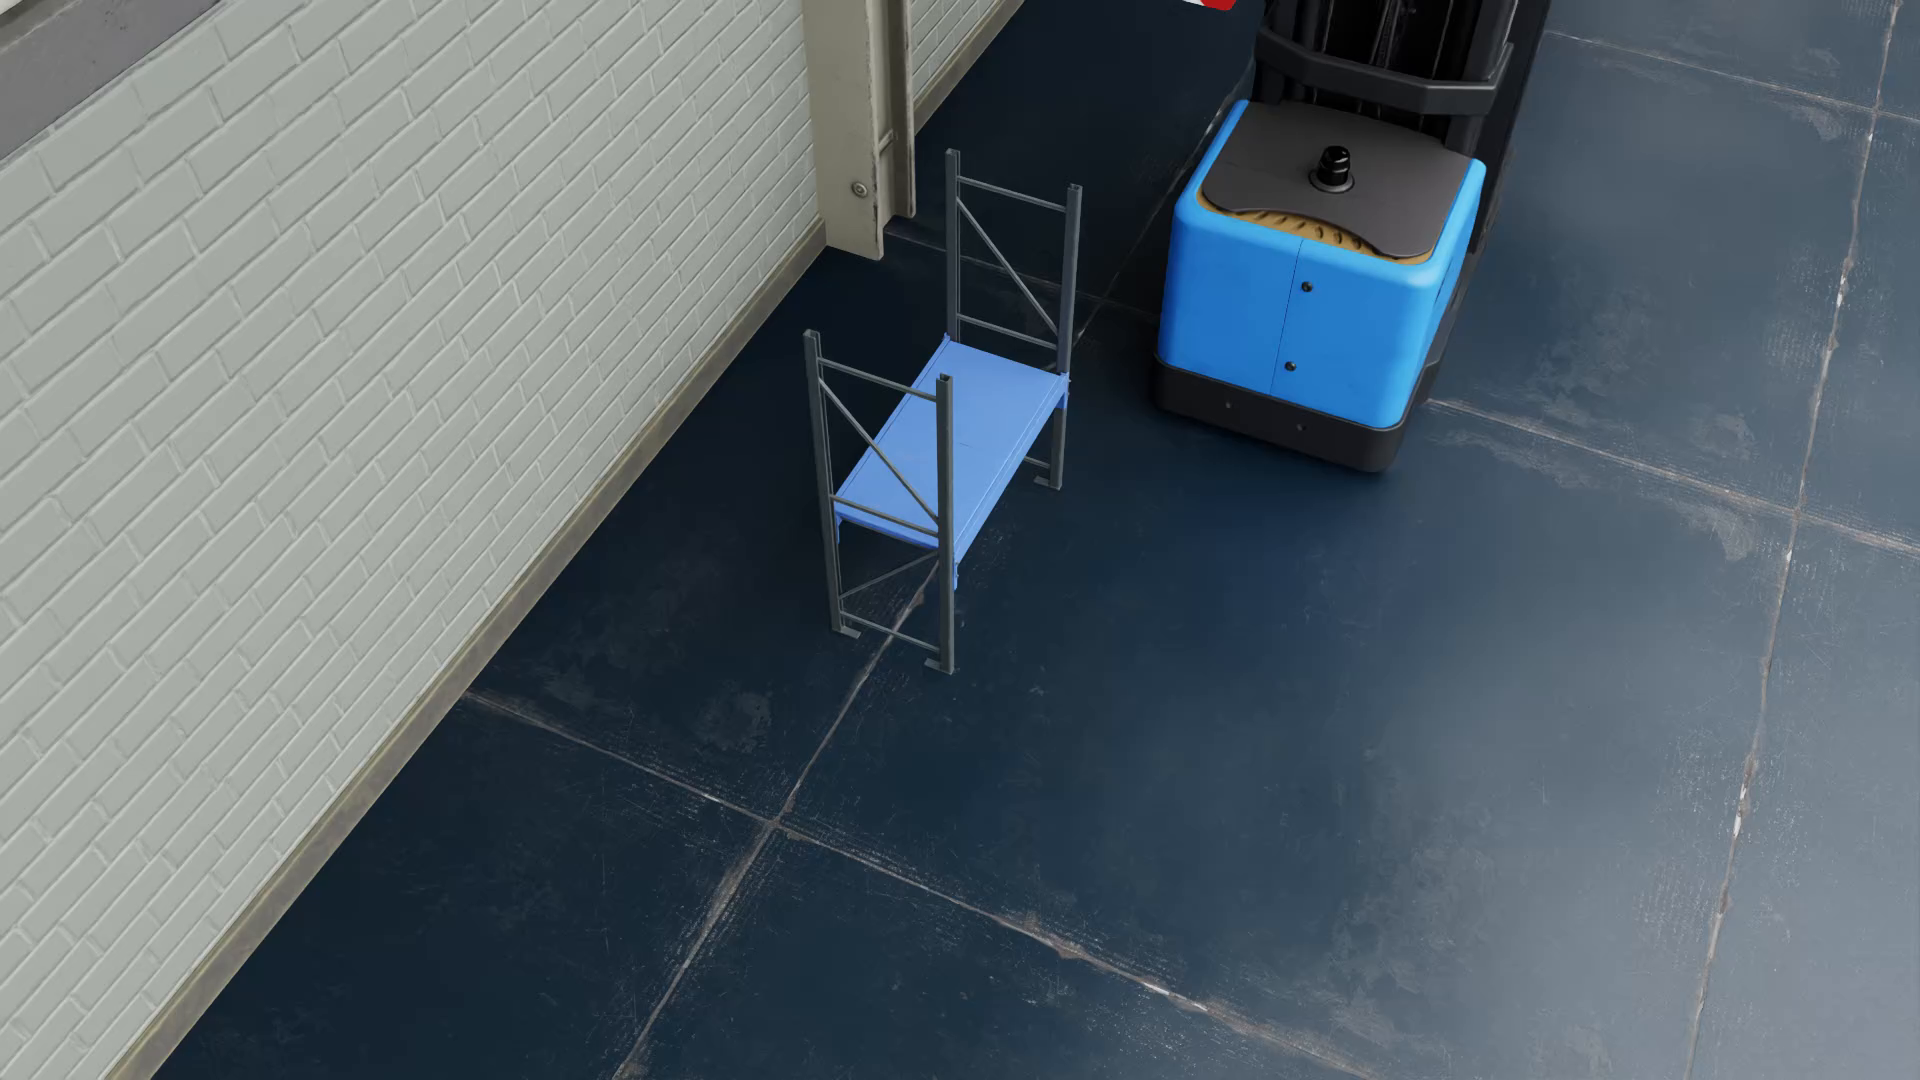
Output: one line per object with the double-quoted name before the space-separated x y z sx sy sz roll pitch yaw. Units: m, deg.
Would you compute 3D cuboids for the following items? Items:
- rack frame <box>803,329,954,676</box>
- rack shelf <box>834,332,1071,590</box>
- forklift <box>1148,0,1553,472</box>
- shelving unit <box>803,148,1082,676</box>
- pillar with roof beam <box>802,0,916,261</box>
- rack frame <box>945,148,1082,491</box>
"rack frame" -0.254 -0.077 5.646 0.500 1.500 0.032 20 52 16
"rack shelf" -0.036 -0.311 6.081 0.538 0.185 1.000 20 52 16
"forklift" 1.866 -2.364 6.652 1.130 2.935 3.031 19 52 16
"shelving unit" -0.036 -0.427 5.944 0.538 1.500 1.048 20 52 16
"pillar with roof beam" 3.463 -2.987 3.198 9.100 9.000 0.400 20 52 16
"rack frame" 0.181 -0.777 6.242 0.500 1.500 0.032 20 52 16
